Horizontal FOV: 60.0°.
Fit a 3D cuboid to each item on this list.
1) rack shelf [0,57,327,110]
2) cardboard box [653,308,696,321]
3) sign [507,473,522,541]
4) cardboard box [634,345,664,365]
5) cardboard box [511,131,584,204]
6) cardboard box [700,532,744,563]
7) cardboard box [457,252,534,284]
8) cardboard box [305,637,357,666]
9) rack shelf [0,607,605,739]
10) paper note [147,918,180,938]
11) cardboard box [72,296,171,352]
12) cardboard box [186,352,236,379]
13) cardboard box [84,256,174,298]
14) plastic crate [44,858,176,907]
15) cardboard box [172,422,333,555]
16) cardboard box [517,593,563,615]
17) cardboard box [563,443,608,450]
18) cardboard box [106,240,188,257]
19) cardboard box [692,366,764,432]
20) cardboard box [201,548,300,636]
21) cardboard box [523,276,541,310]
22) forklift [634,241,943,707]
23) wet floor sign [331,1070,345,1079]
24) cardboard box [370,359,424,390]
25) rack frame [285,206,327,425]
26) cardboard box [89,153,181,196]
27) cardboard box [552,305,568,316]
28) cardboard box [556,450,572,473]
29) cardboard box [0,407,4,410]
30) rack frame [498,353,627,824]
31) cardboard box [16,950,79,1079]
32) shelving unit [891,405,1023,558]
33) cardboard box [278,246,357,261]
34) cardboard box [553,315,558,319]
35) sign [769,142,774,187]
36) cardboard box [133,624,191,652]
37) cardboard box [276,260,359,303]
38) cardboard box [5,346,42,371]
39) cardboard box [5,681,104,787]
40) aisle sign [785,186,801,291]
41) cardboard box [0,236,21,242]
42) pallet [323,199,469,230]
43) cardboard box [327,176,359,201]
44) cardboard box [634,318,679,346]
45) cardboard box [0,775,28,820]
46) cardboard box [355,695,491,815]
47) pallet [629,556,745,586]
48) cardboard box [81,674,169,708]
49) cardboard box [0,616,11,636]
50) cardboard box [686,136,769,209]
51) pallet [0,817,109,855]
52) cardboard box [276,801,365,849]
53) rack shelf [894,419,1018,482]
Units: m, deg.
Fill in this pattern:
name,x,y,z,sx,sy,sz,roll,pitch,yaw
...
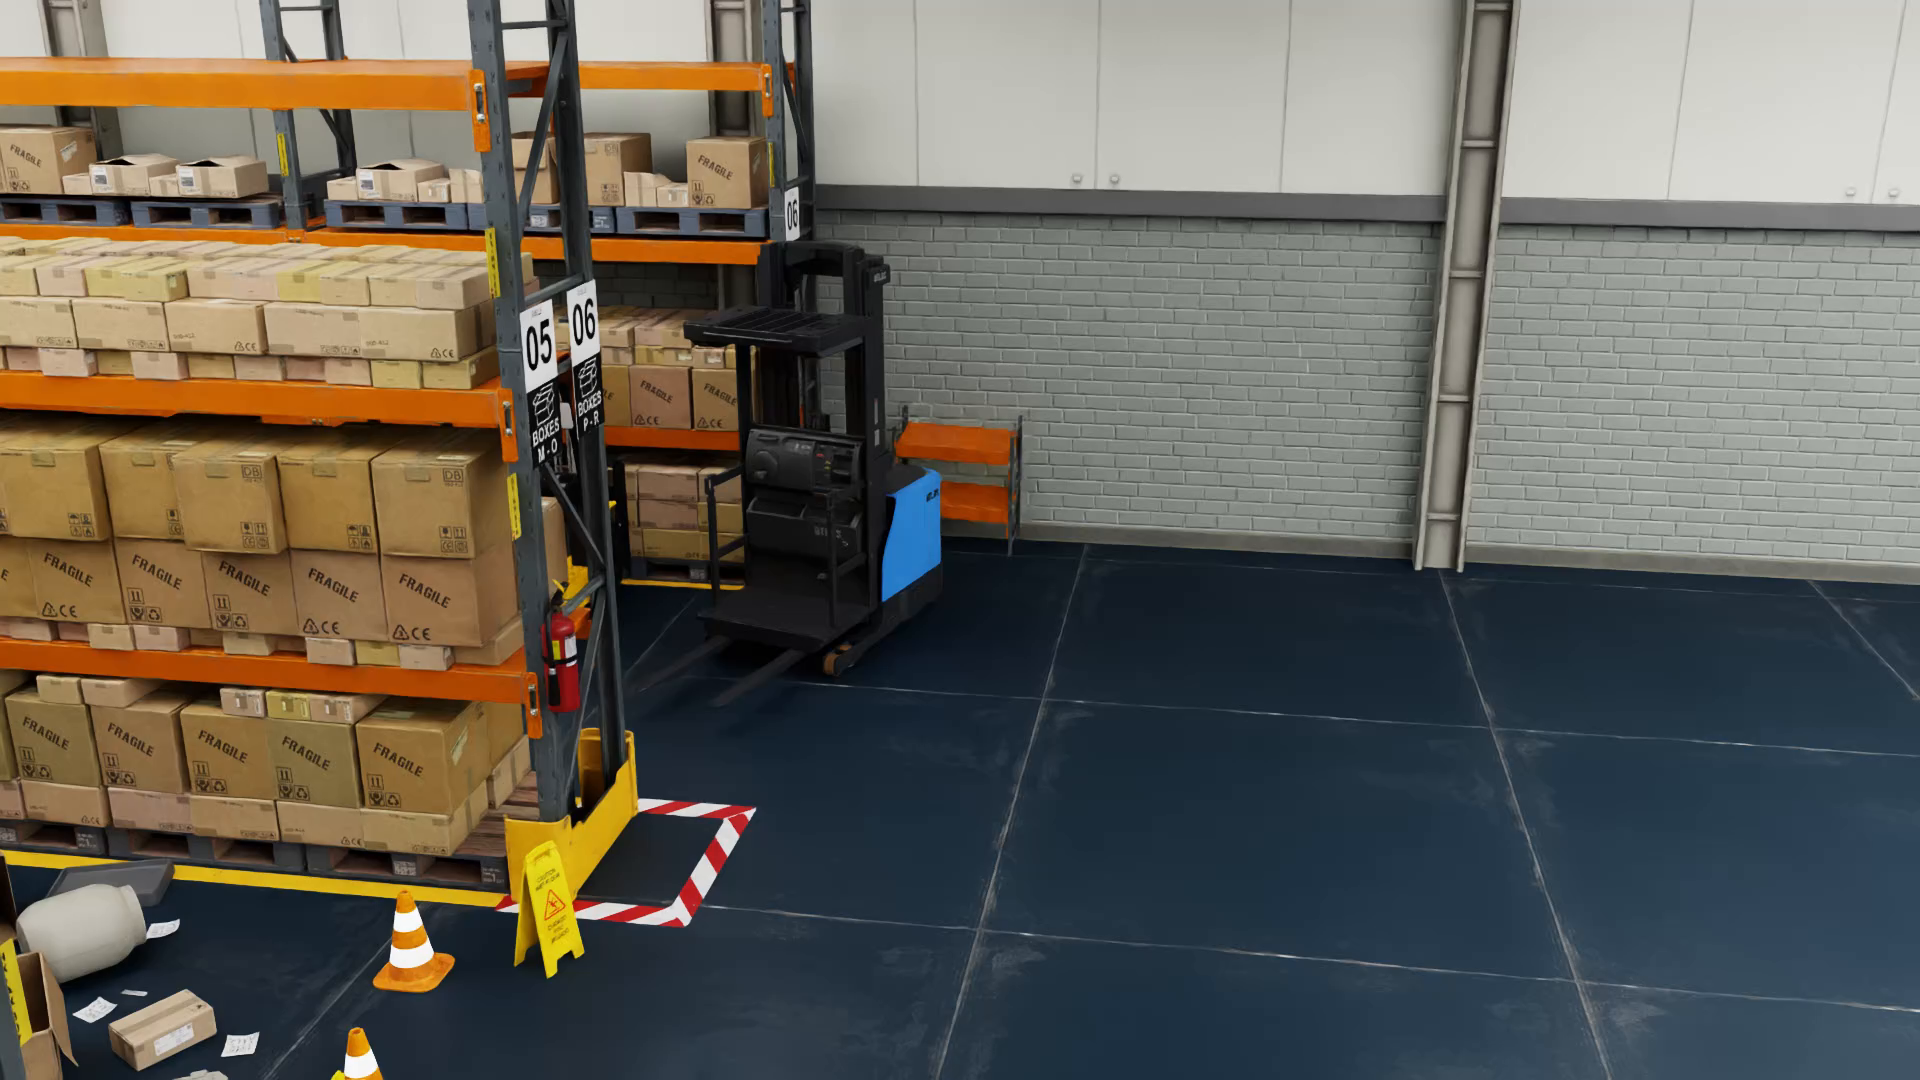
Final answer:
name,x,y,z,sx,sy,sz,roll,pitch,yaw
rack shelf,-7.242,-3.809,13.770,4.000,0.370,1.077,3,19,9
cardboard box,-2.374,-1.823,13.875,0.250,0.149,0.380,3,19,9
sign,-2.209,-0.164,8.243,0.005,0.325,0.100,3,19,9
cardboard box,-2.451,-1.530,13.468,0.250,0.149,0.380,3,19,8
cardboard box,-3.361,-2.982,13.277,0.637,0.503,0.797,4,19,10
cardboard box,-1.832,-0.013,13.787,0.500,0.250,0.500,3,19,9
cardboard box,-2.420,-1.401,8.676,0.250,0.149,0.380,3,19,8
cardboard box,-3.281,0.528,8.893,0.250,0.149,0.380,3,19,10
rack shelf,-4.076,0.602,9.409,4.000,0.370,1.077,3,19,9
paper note,-4.168,2.029,8.690,0.148,0.019,0.142,-3,19,-10
cardboard box,-4.158,-1.147,8.543,0.500,0.250,0.500,3,19,9
cardboard box,-3.758,-0.945,8.568,0.250,0.149,0.380,2,19,7
cardboard box,-4.244,-1.350,8.524,0.250,0.149,0.380,3,19,10
plastic crate,-4.631,1.881,9.055,0.583,0.080,0.402,-3,19,-10
cardboard box,-3.659,-0.279,8.708,0.500,0.500,0.700,3,19,8
cardboard box,-2.404,0.399,9.279,0.250,0.149,0.380,3,19,9
cardboard box,-3.253,-0.727,14.343,0.500,0.250,0.500,3,19,8
cardboard box,-4.412,-1.529,9.058,0.250,0.149,0.380,3,19,9
cardboard box,-1.845,-1.183,13.454,0.500,0.500,0.500,3,19,7
cardboard box,-3.668,0.180,8.913,0.500,0.500,0.500,3,19,8
cardboard box,-2.556,-1.239,8.820,0.500,0.250,0.500,3,19,8
forklift,-1.229,-0.571,11.889,1.130,2.935,3.031,9,20,24
wet floor sign,-2.444,2.415,6.567,0.232,0.644,0.267,0,19,-1
cardboard box,-2.749,-0.874,8.356,0.250,0.149,0.380,3,19,9
rack frame,-5.267,-1.395,14.244,0.127,3.000,1.000,3,19,9
cardboard box,-6.778,-3.020,13.696,0.500,0.311,0.500,2,19,7
cardboard box,-3.400,-1.872,14.022,0.250,0.149,0.380,3,19,10
cardboard box,-3.326,-0.562,13.851,0.500,0.250,0.500,3,19,8
cardboard box,-5.651,-0.412,9.105,0.500,0.500,0.700,3,19,8
rack frame,-2.102,0.362,8.994,0.127,3.000,1.000,3,19,9
cardboard box,-4.237,2.251,7.284,0.637,0.503,0.797,-11,21,-29
shelving unit,-0.026,-0.509,14.387,1.048,1.125,0.538,5,26,9
cardboard box,-3.404,-1.459,8.849,0.250,0.149,0.380,3,19,8
cardboard box,-3.466,-1.735,13.612,0.250,0.149,0.380,3,19,9
sign,-1.418,-2.829,12.532,0.005,0.325,0.100,3,19,9
cardboard box,-4.276,0.467,9.075,0.250,0.149,0.380,3,19,8
cardboard box,-3.228,-1.305,8.388,0.250,0.149,0.380,3,19,9
cardboard box,-4.767,-1.000,8.732,0.250,0.149,0.380,2,19,7
cardboard box,-4.981,1.047,9.435,0.500,0.500,0.500,4,19,11
aisle sign,-1.300,-2.331,12.945,0.004,0.787,0.394,3,19,9
cardboard box,-5.434,-1.584,9.222,0.250,0.149,0.380,2,19,7
pallet,-4.421,-2.740,13.678,1.213,0.211,1.003,3,19,9
cardboard box,-4.872,-2.827,13.373,0.250,0.149,0.380,3,19,10
cardboard box,-2.450,-1.685,13.462,0.250,0.149,0.380,3,19,9
cardboard box,-5.511,1.380,9.624,0.500,0.250,0.500,2,19,6
cardboard box,-2.934,1.153,9.121,0.500,0.500,0.500,3,19,9
pallet,-2.080,0.104,14.160,1.213,0.211,1.003,3,19,9
cardboard box,-4.623,0.780,9.213,0.250,0.149,0.380,4,19,12
cardboard box,-5.266,0.396,9.287,0.250,0.149,0.380,3,19,8
cardboard box,-1.794,-2.856,12.906,0.500,0.500,0.500,4,19,10
pallet,-5.382,1.506,9.970,1.213,0.211,1.003,3,19,9
cardboard box,-3.453,1.482,9.319,0.500,0.250,0.500,3,19,9
rack shelf,-0.022,-0.772,14.259,1.000,0.278,0.538,5,26,9
